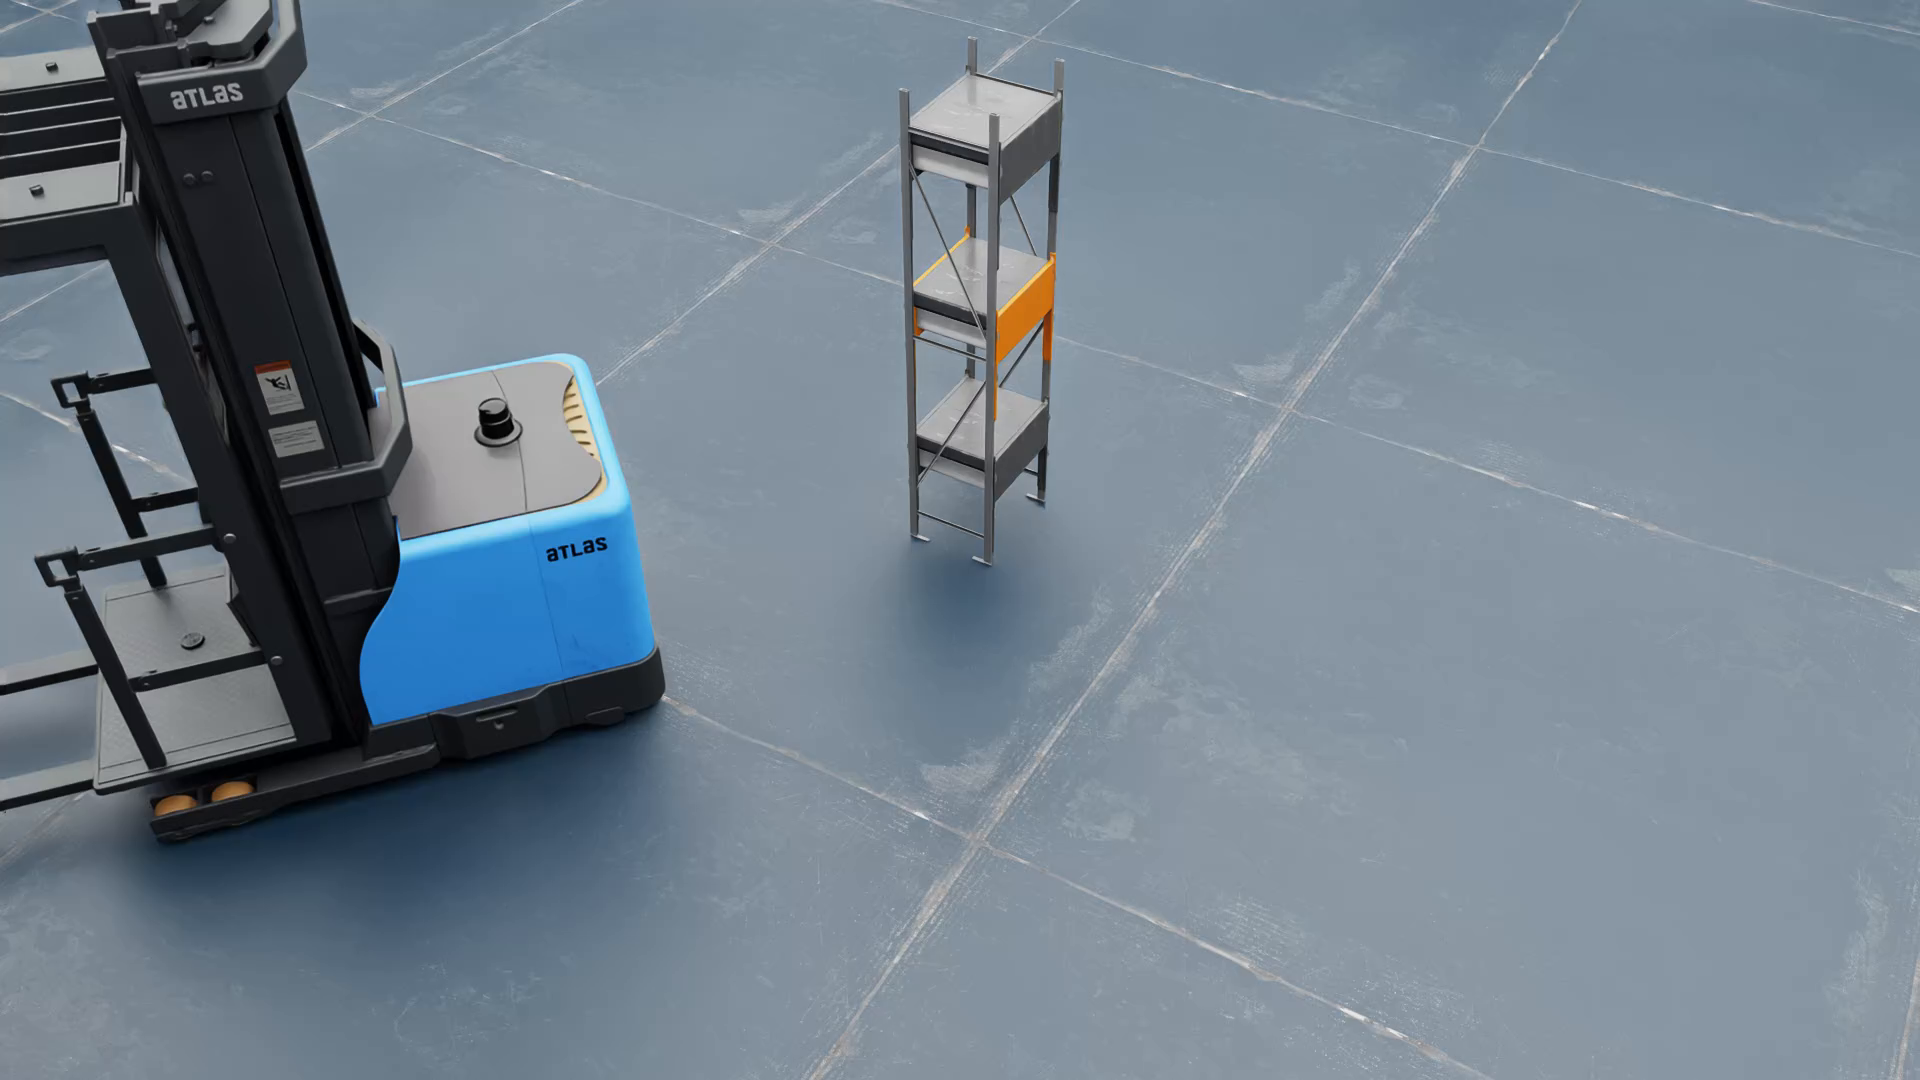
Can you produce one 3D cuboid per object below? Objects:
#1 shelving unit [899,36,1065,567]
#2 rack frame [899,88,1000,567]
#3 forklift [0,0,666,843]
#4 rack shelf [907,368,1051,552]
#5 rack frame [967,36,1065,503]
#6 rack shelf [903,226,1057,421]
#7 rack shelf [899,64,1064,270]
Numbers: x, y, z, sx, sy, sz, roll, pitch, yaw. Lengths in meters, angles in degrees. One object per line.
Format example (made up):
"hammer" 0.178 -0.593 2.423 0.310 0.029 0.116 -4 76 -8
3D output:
"shelving unit" 0.083 -0.883 6.664 0.431 2.100 0.503 21 45 22
"rack frame" -0.039 -0.743 6.505 0.400 2.100 0.015 21 45 22
"forklift" -2.721 -0.412 5.500 3.031 2.935 1.130 -13 43 -15
"rack shelf" 0.083 -0.347 7.135 0.431 0.518 0.480 21 45 22
"rack frame" 0.205 -1.022 6.822 0.400 2.100 0.015 21 45 22
"rack shelf" 0.083 -0.872 6.673 0.431 0.518 0.480 21 45 22
"rack shelf" 0.083 -1.398 6.210 0.431 0.518 0.480 21 45 22
